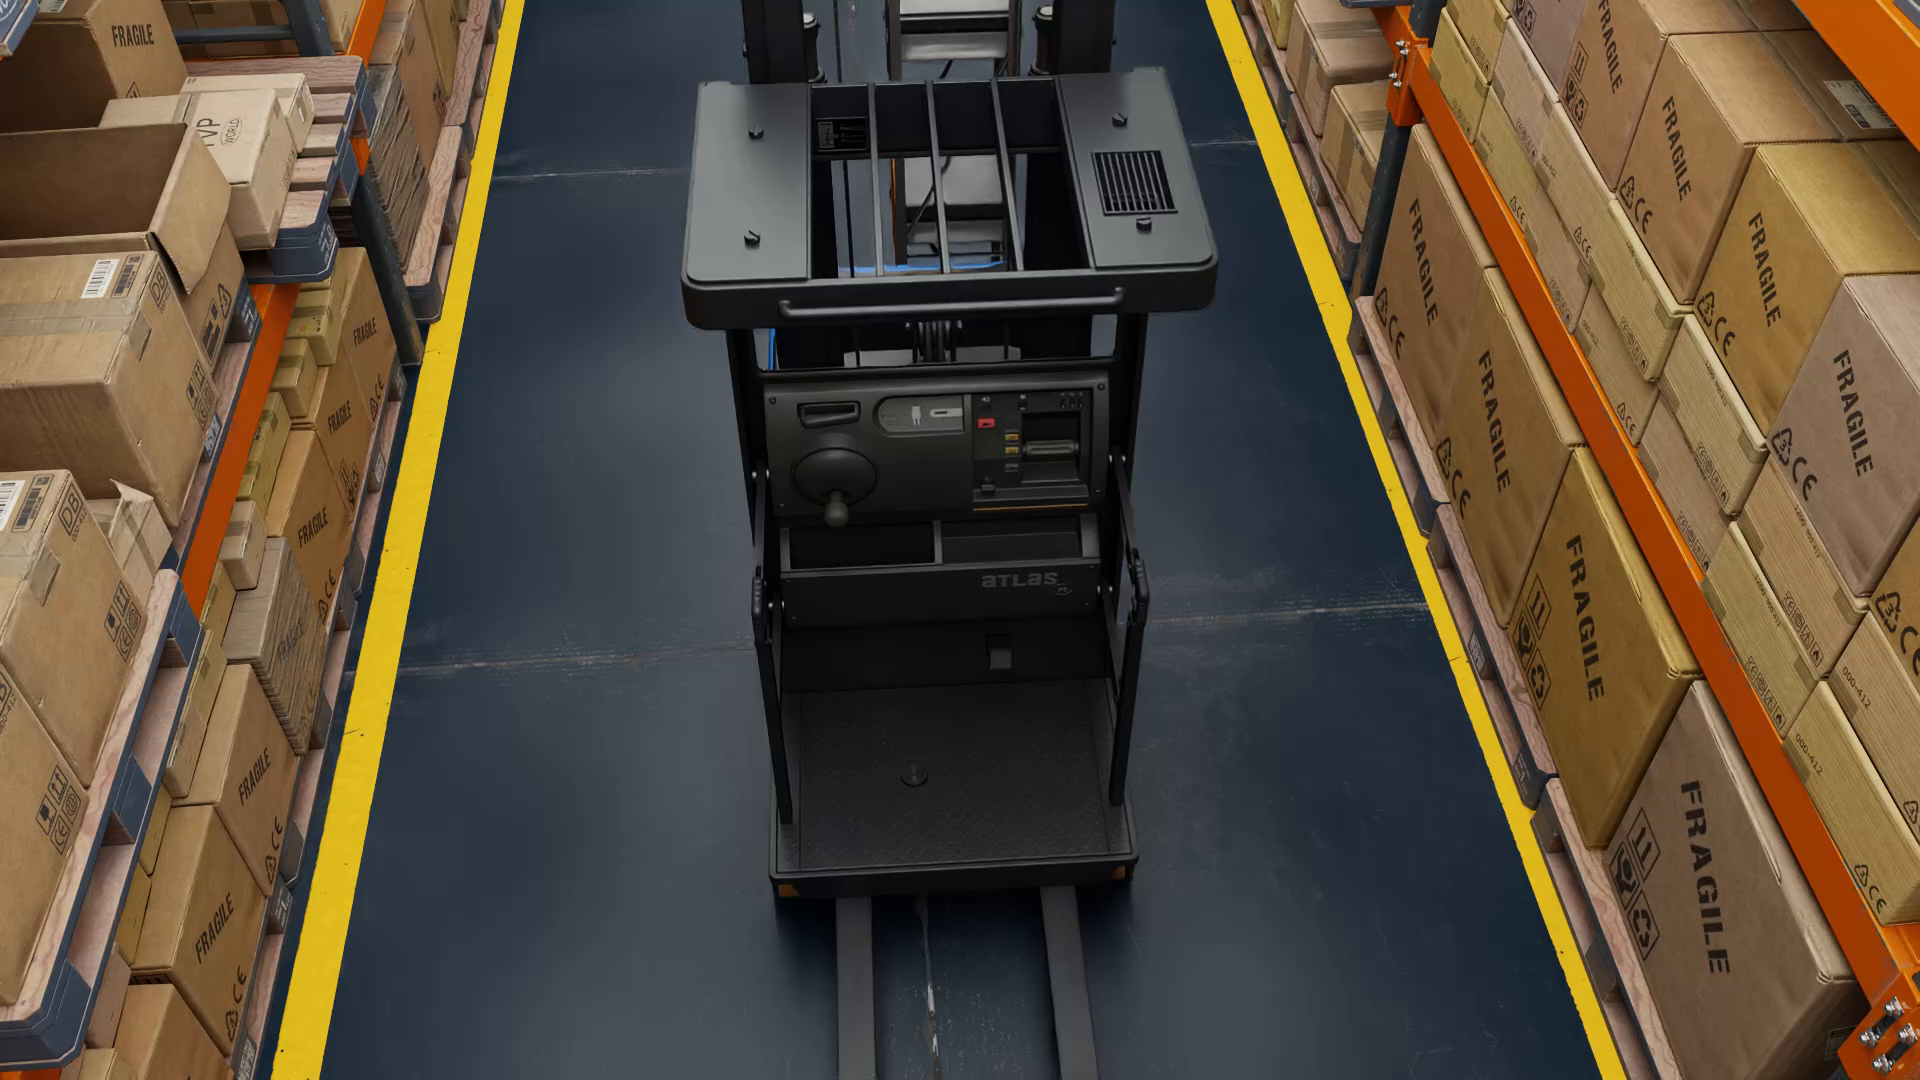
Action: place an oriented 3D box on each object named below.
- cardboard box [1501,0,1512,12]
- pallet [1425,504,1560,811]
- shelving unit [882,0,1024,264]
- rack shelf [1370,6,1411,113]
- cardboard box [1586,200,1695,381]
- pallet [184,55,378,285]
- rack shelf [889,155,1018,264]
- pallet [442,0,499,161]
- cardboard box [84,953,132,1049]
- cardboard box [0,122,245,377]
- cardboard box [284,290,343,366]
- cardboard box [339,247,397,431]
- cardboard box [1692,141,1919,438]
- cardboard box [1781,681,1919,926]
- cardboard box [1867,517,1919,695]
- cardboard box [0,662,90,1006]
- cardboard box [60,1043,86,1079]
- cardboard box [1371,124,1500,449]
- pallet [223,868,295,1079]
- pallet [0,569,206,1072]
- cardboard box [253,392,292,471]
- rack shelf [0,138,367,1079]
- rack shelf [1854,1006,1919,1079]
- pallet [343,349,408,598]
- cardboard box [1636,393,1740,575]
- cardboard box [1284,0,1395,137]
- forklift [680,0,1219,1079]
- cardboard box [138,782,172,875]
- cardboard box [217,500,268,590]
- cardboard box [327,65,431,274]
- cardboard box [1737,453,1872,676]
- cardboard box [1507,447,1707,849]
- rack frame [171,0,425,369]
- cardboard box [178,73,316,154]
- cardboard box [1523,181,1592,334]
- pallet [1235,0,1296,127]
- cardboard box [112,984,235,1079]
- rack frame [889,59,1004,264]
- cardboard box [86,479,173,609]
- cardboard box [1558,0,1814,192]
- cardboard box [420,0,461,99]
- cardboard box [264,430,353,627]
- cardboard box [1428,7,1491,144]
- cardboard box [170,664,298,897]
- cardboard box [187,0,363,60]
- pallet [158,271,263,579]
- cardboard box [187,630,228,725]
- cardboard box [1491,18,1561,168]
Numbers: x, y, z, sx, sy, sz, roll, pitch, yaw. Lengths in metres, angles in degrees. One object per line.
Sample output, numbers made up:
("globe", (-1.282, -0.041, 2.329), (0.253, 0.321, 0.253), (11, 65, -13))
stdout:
("cardboard box", (1.993, -2.076, 5.393), (0.500, 0.500, 0.500), (-5, 47, -5))
("pallet", (2.286, 0.345, 5.778), (1.003, 0.211, 1.213), (-3, 47, -3))
("shelving unit", (-0.032, -1.158, 5.901), (0.431, 2.100, 0.503), (-3, 47, -2))
("rack shelf", (2.028, -3.269, 7.776), (1.077, 0.370, 4.000), (-3, 47, -3))
("cardboard box", (2.093, -0.705, 4.611), (0.500, 0.250, 0.500), (-3, 47, -3))
("pallet", (-2.624, -1.213, 5.465), (1.213, 0.211, 1.003), (-3, 47, -3))
("rack shelf", (-0.032, -1.149, 5.911), (0.431, 0.518, 0.480), (-3, 47, -2))
("pallet", (-2.879, -2.285, 8.269), (1.003, 0.211, 1.213), (-3, 47, -3))
("cardboard box", (-2.280, 1.150, 4.081), (0.380, 0.149, 0.250), (-5, 47, -4))
("cardboard box", (-2.429, -0.775, 4.558), (0.797, 0.503, 0.637), (-4, 47, -4))
("cardboard box", (-2.403, -0.736, 5.866), (0.380, 0.149, 0.250), (-6, 47, -5))
("cardboard box", (-2.501, -0.757, 6.334), (0.500, 0.500, 0.500), (-2, 47, -2))
("cardboard box", (2.169, -0.604, 3.998), (0.500, 0.500, 0.500), (-2, 47, -2))
("cardboard box", (2.242, 0.567, 3.751), (0.500, 0.250, 0.500), (-4, 47, -4))
("cardboard box", (2.243, 0.138, 3.296), (0.500, 0.500, 0.500), (-2, 47, -2))
("cardboard box", (-2.233, 0.586, 3.271), (0.700, 0.500, 0.500), (-2, 47, -2))
("cardboard box", (-2.241, 1.247, 3.784), (0.380, 0.149, 0.250), (-4, 47, -4))
("cardboard box", (2.171, -0.979, 6.285), (0.875, 0.875, 0.875), (-4, 47, -4))
("pallet", (-2.521, 1.502, 4.683), (1.003, 0.211, 1.213), (-3, 47, -3))
("pallet", (-2.373, 0.610, 3.738), (1.003, 0.211, 1.213), (-3, 47, -3))
("cardboard box", (-2.448, -0.349, 5.500), (0.380, 0.149, 0.250), (-2, 47, -2))
("rack shelf", (-2.583, -0.071, 4.747), (1.077, 0.370, 4.000), (-3, 47, -3))
("rack shelf", (2.698, 2.519, 2.294), (1.077, 0.370, 4.000), (-3, 47, -3))
("pallet", (-2.725, -0.264, 6.355), (1.003, 0.211, 1.213), (-3, 47, -3))
("cardboard box", (2.177, -0.168, 4.446), (0.500, 0.250, 0.500), (-5, 47, -4))
("cardboard box", (2.089, -2.253, 7.839), (0.950, 0.372, 0.625), (-4, 47, -4))
("forklift", (-0.043, -0.149, 4.372), (1.130, 2.935, 3.031), (-3, 47, -2))
("cardboard box", (-2.350, 0.767, 4.443), (0.380, 0.149, 0.250), (-4, 47, -4))
("cardboard box", (-2.373, 0.030, 5.141), (0.380, 0.149, 0.250), (-6, 47, -5))
("cardboard box", (-2.789, -1.545, 6.994), (0.875, 0.625, 0.625), (-2, 47, -2))
("cardboard box", (2.202, 0.039, 3.906), (0.500, 0.250, 0.500), (-2, 47, -2))
("cardboard box", (2.316, 0.314, 5.061), (0.875, 0.875, 0.875), (-2, 47, -2))
("rack frame", (-2.750, -1.765, 5.856), (1.000, 3.000, 0.127), (-3, 47, -3))
("cardboard box", (-2.313, -1.371, 5.367), (0.380, 0.149, 0.250), (-3, 47, -3))
("cardboard box", (2.085, -0.898, 5.138), (0.500, 0.250, 0.500), (-2, 47, -2))
("pallet", (2.033, -2.557, 8.526), (1.003, 0.211, 1.213), (-3, 47, -3))
("cardboard box", (-2.232, 1.480, 4.214), (0.500, 0.500, 0.500), (-2, 47, -2))
("rack frame", (-0.047, -1.335, 6.068), (0.400, 2.100, 0.015), (-3, 47, -2))
("cardboard box", (-2.149, 0.002, 3.985), (0.396, 0.266, 0.258), (-1, 47, -1))
("cardboard box", (2.072, -1.343, 4.698), (0.500, 0.500, 0.500), (-2, 47, -2))
("cardboard box", (-2.908, -2.505, 7.902), (0.875, 0.625, 0.625), (-5, 47, -5))
("cardboard box", (-2.423, -0.016, 5.632), (0.500, 0.500, 0.500), (-2, 47, -2))
("cardboard box", (1.986, -1.649, 5.849), (0.500, 0.250, 0.500), (-4, 47, -4))
("cardboard box", (-2.323, 0.734, 4.921), (0.500, 0.500, 0.500), (-5, 47, -4))
("cardboard box", (-2.544, -2.050, 6.228), (0.500, 0.250, 0.500), (-3, 47, -3))
("pallet", (-2.583, -0.292, 4.593), (1.003, 0.211, 1.213), (-3, 47, -3))
("cardboard box", (-2.352, 0.404, 4.787), (0.380, 0.149, 0.250), (-2, 47, -2))
("cardboard box", (2.034, -1.434, 5.301), (0.500, 0.250, 0.500), (-2, 47, -2))
